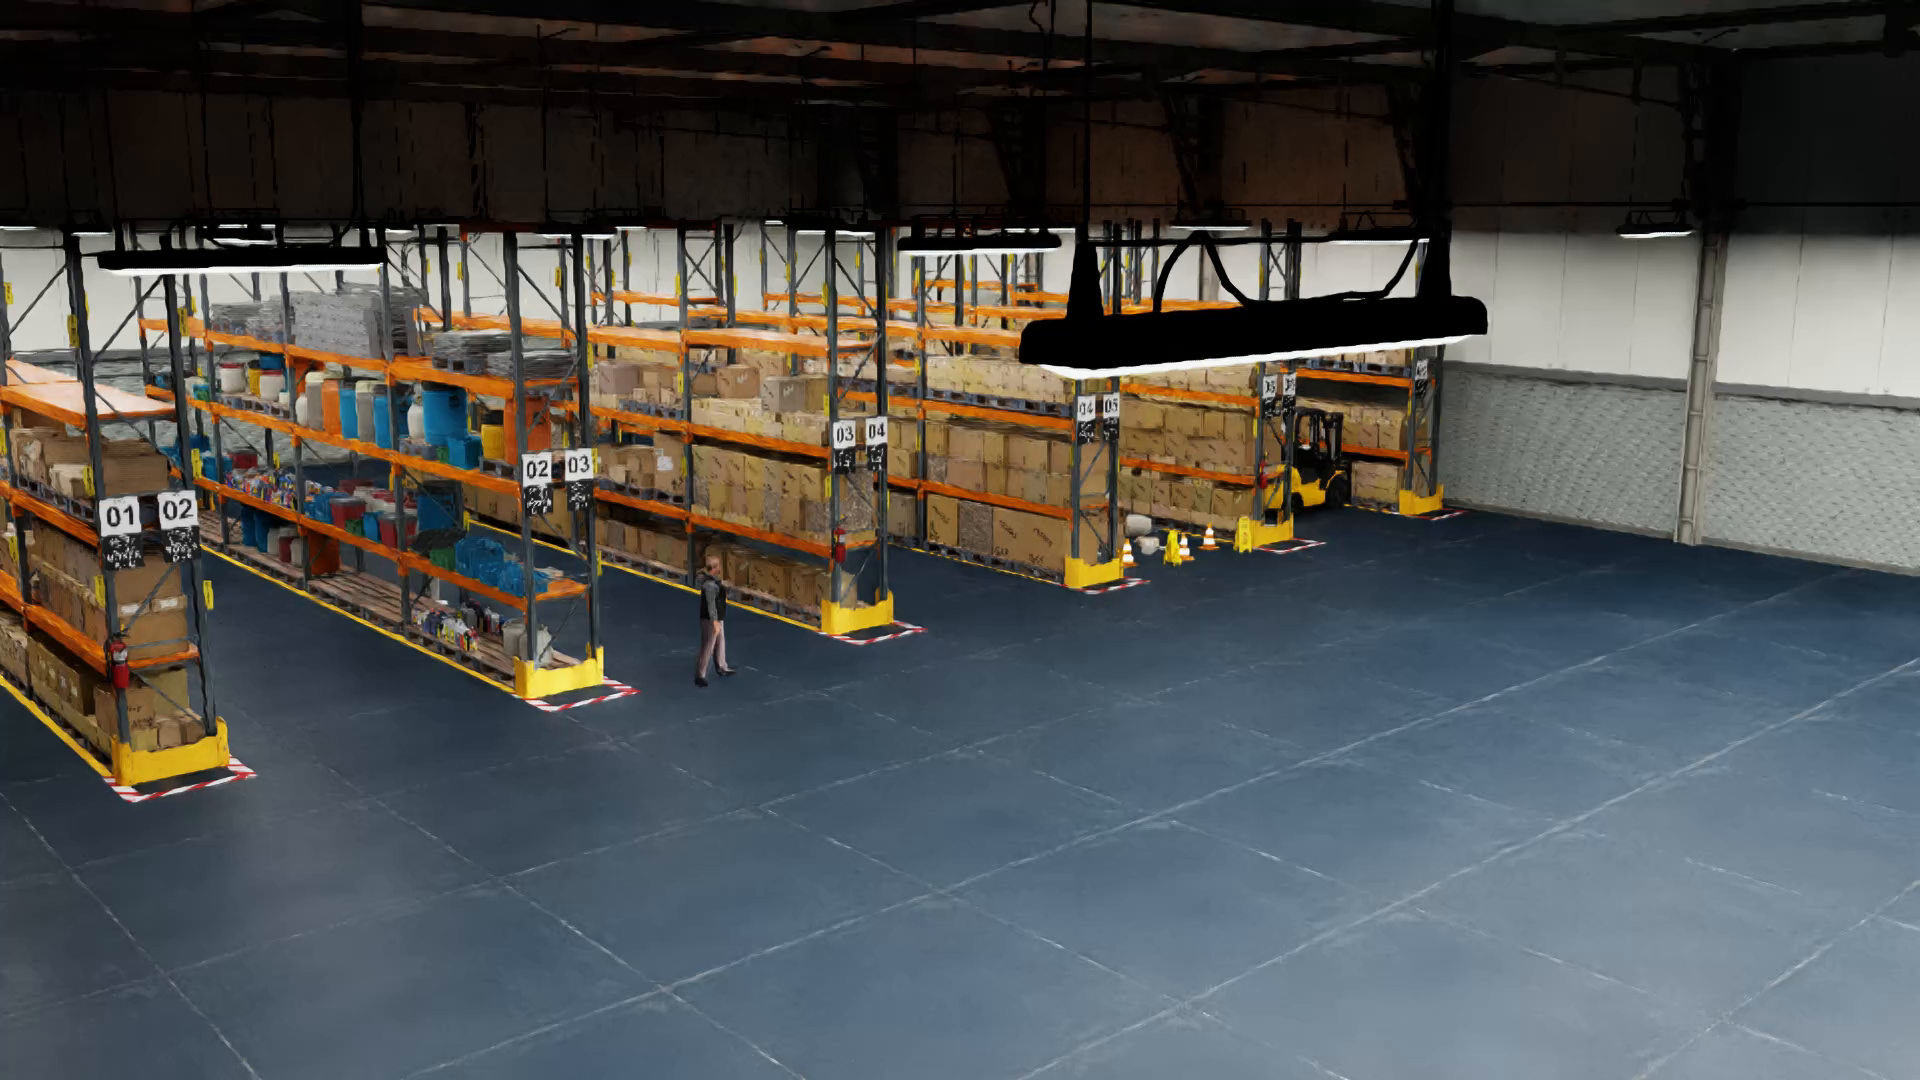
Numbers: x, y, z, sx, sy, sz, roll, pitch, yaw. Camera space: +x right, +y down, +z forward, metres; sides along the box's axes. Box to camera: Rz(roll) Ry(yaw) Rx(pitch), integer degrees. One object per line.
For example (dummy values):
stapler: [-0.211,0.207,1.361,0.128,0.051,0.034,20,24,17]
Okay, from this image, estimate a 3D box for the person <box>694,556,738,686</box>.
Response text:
person: [-3.297,1.046,22.294,0.562,1.712,0.737,-1,11,-5]

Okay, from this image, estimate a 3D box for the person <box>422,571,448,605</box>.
person: [-8.457,0.192,26.599,0.561,1.674,0.390,7,14,33]
